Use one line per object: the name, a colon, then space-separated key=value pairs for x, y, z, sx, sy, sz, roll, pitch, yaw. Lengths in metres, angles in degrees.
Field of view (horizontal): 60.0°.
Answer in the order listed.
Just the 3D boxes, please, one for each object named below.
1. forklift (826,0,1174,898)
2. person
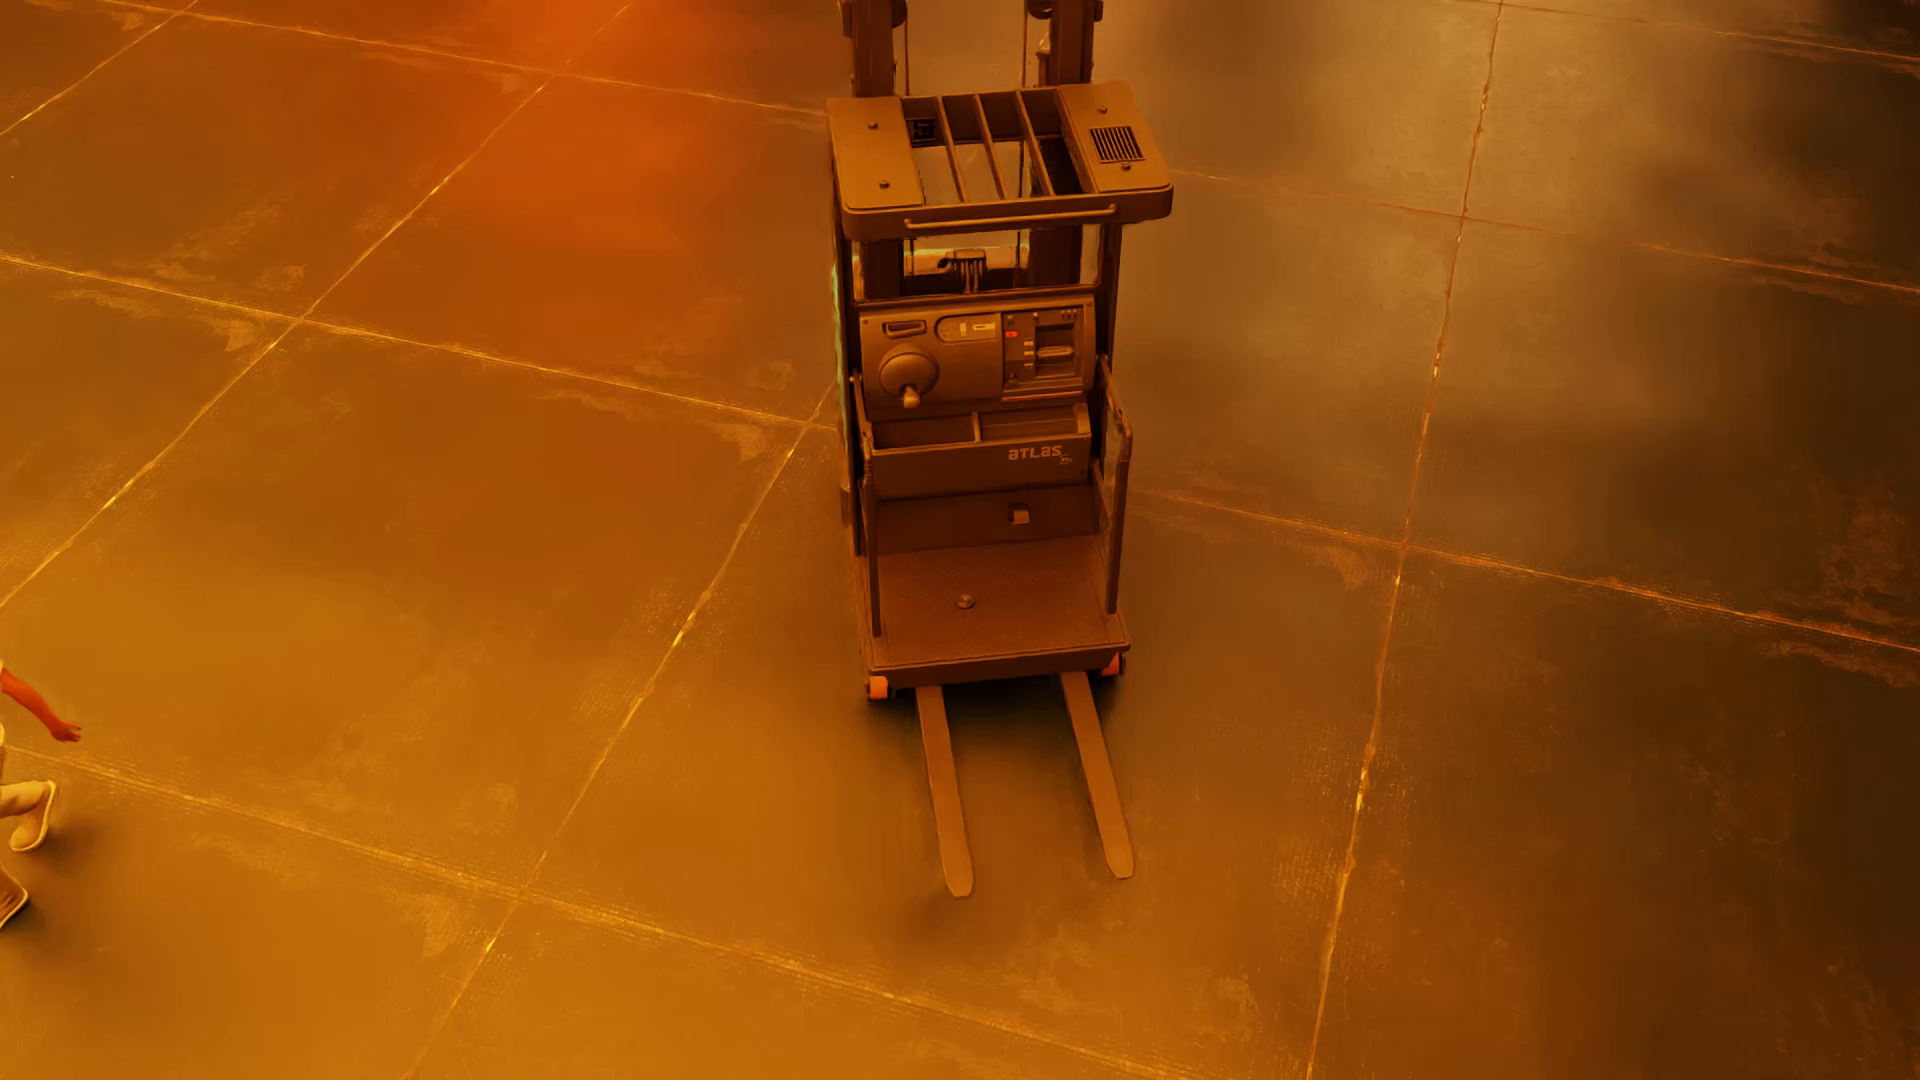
forklift: x=0.105 y=-0.650 z=6.388 sx=1.130 sy=2.935 sz=3.031 roll=-5 pitch=43 yaw=-6
person: x=-3.565 y=0.754 z=5.872 sx=0.556 sy=1.593 sz=0.668 roll=19 pitch=46 yaw=19
